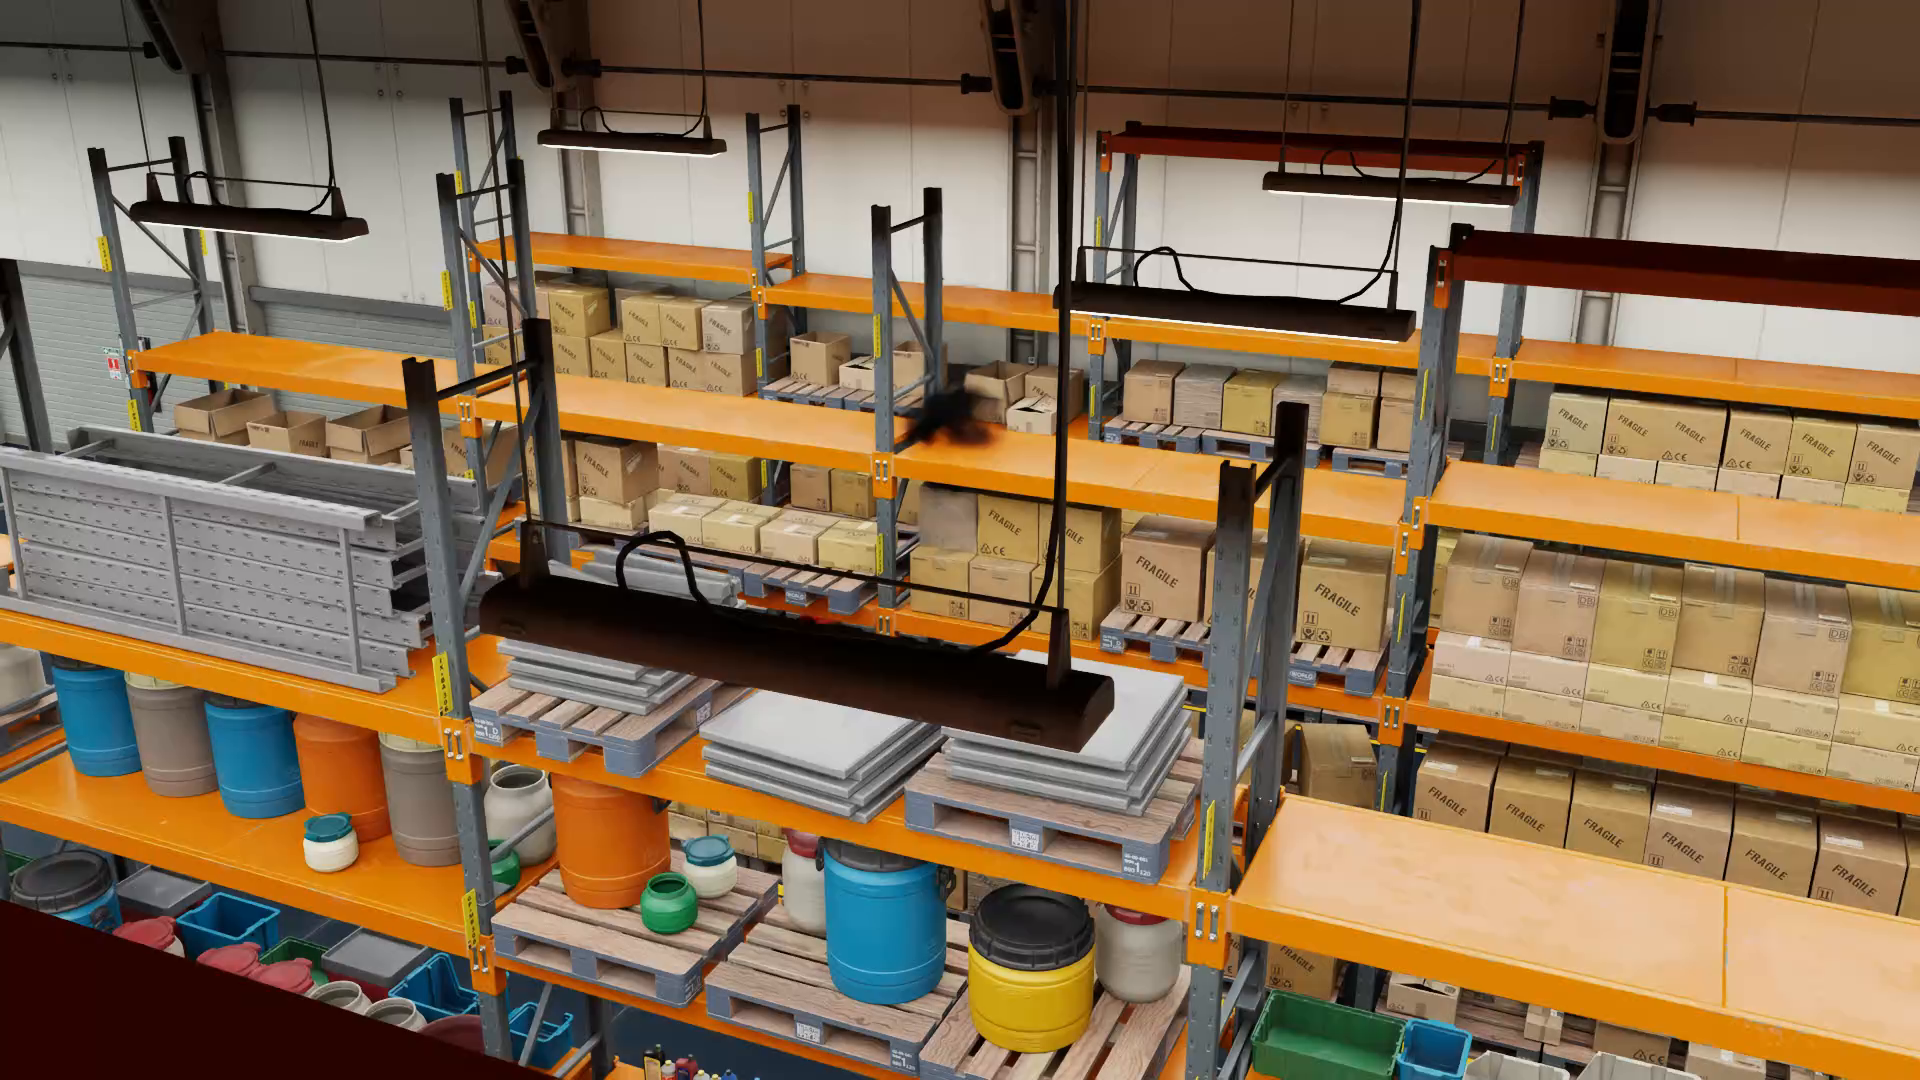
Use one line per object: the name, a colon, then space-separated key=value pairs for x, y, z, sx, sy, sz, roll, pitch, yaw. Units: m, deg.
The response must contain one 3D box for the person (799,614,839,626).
person: x=-1.433 y=1.131 z=16.488 sx=0.822 sy=1.700 sz=0.677 roll=8 pitch=22 yaw=20
